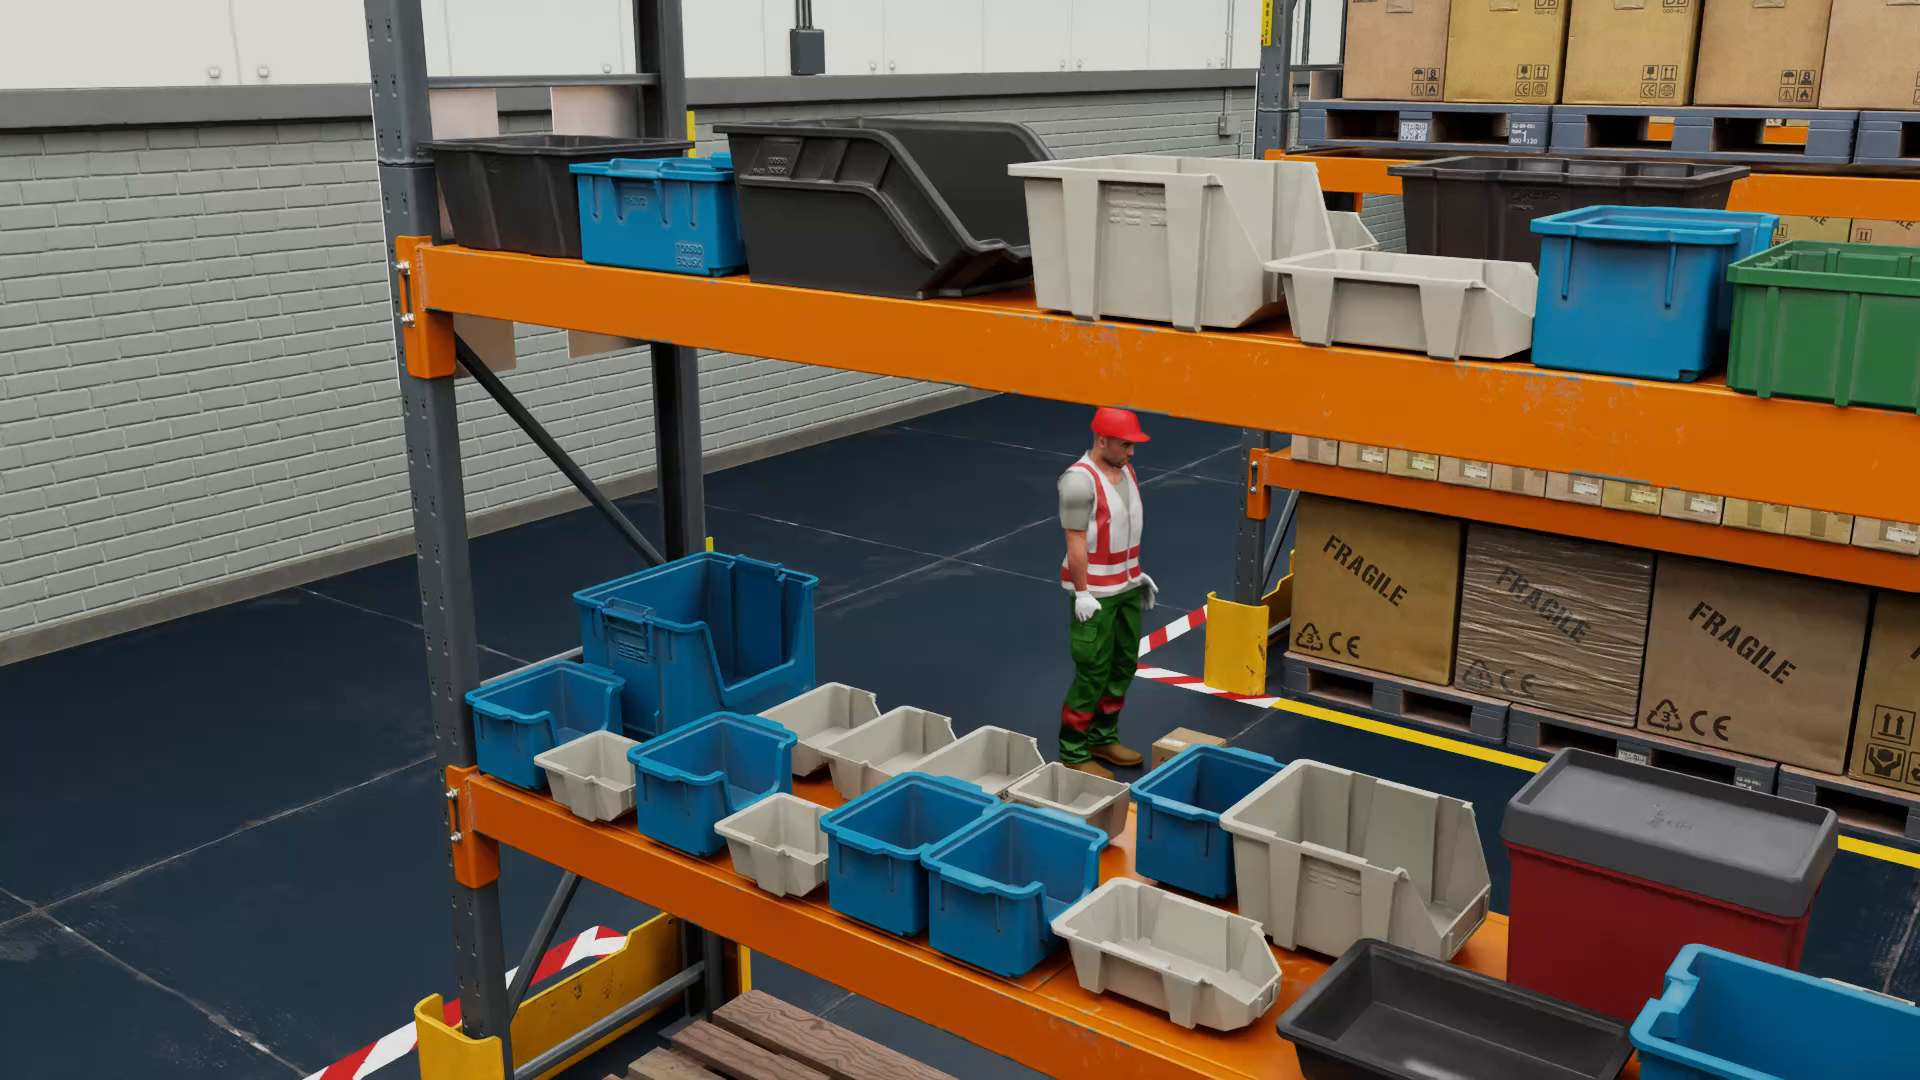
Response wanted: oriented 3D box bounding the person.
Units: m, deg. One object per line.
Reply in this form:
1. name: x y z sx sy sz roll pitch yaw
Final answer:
1. person: 0.682 0.232 7.729 0.365 1.775 0.529 12 20 36
